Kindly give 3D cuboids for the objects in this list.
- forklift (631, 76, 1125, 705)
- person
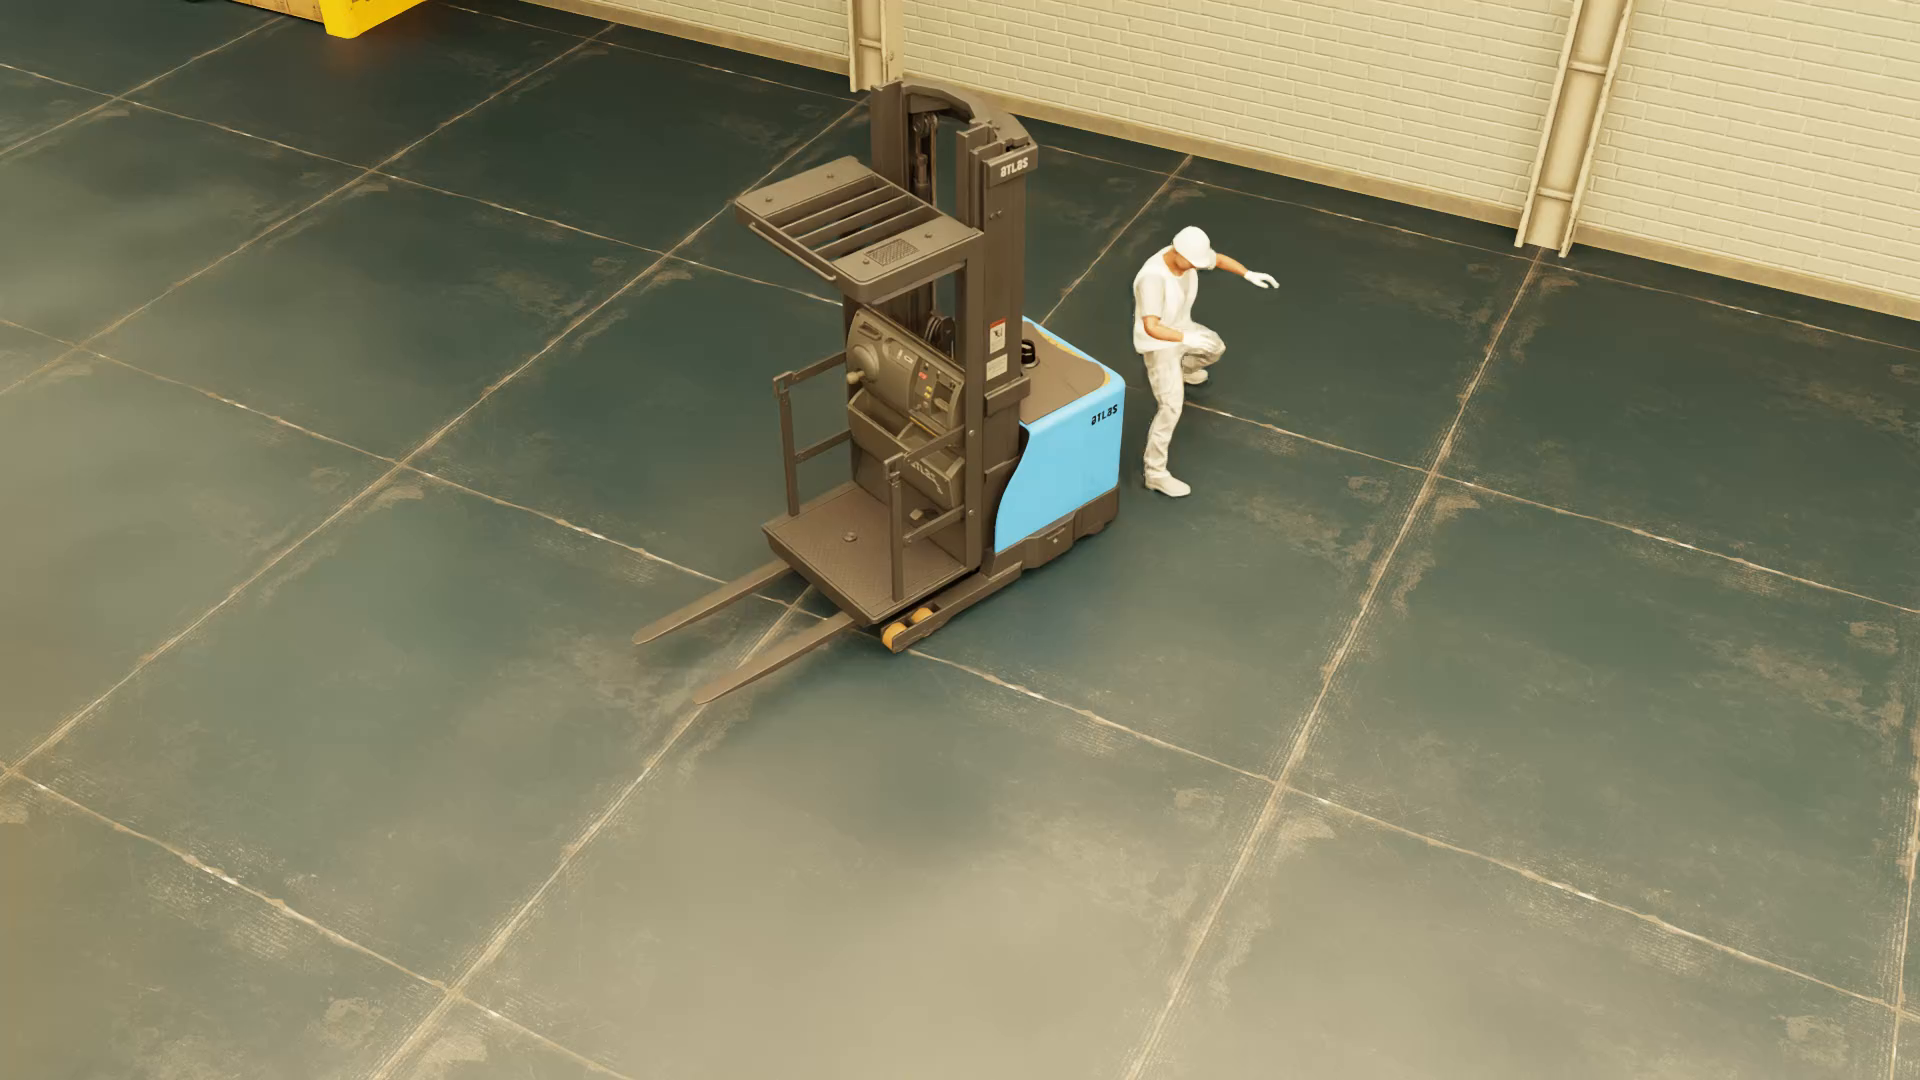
[{"bbox_3d":[-0.465,-0.867,9.016,3.031,2.935,1.130,-29,48,-30],"label":"forklift"},{"bbox_3d":[1.481,-1.299,10.599,0.757,1.551,1.296,25,46,27],"label":"person"}]
